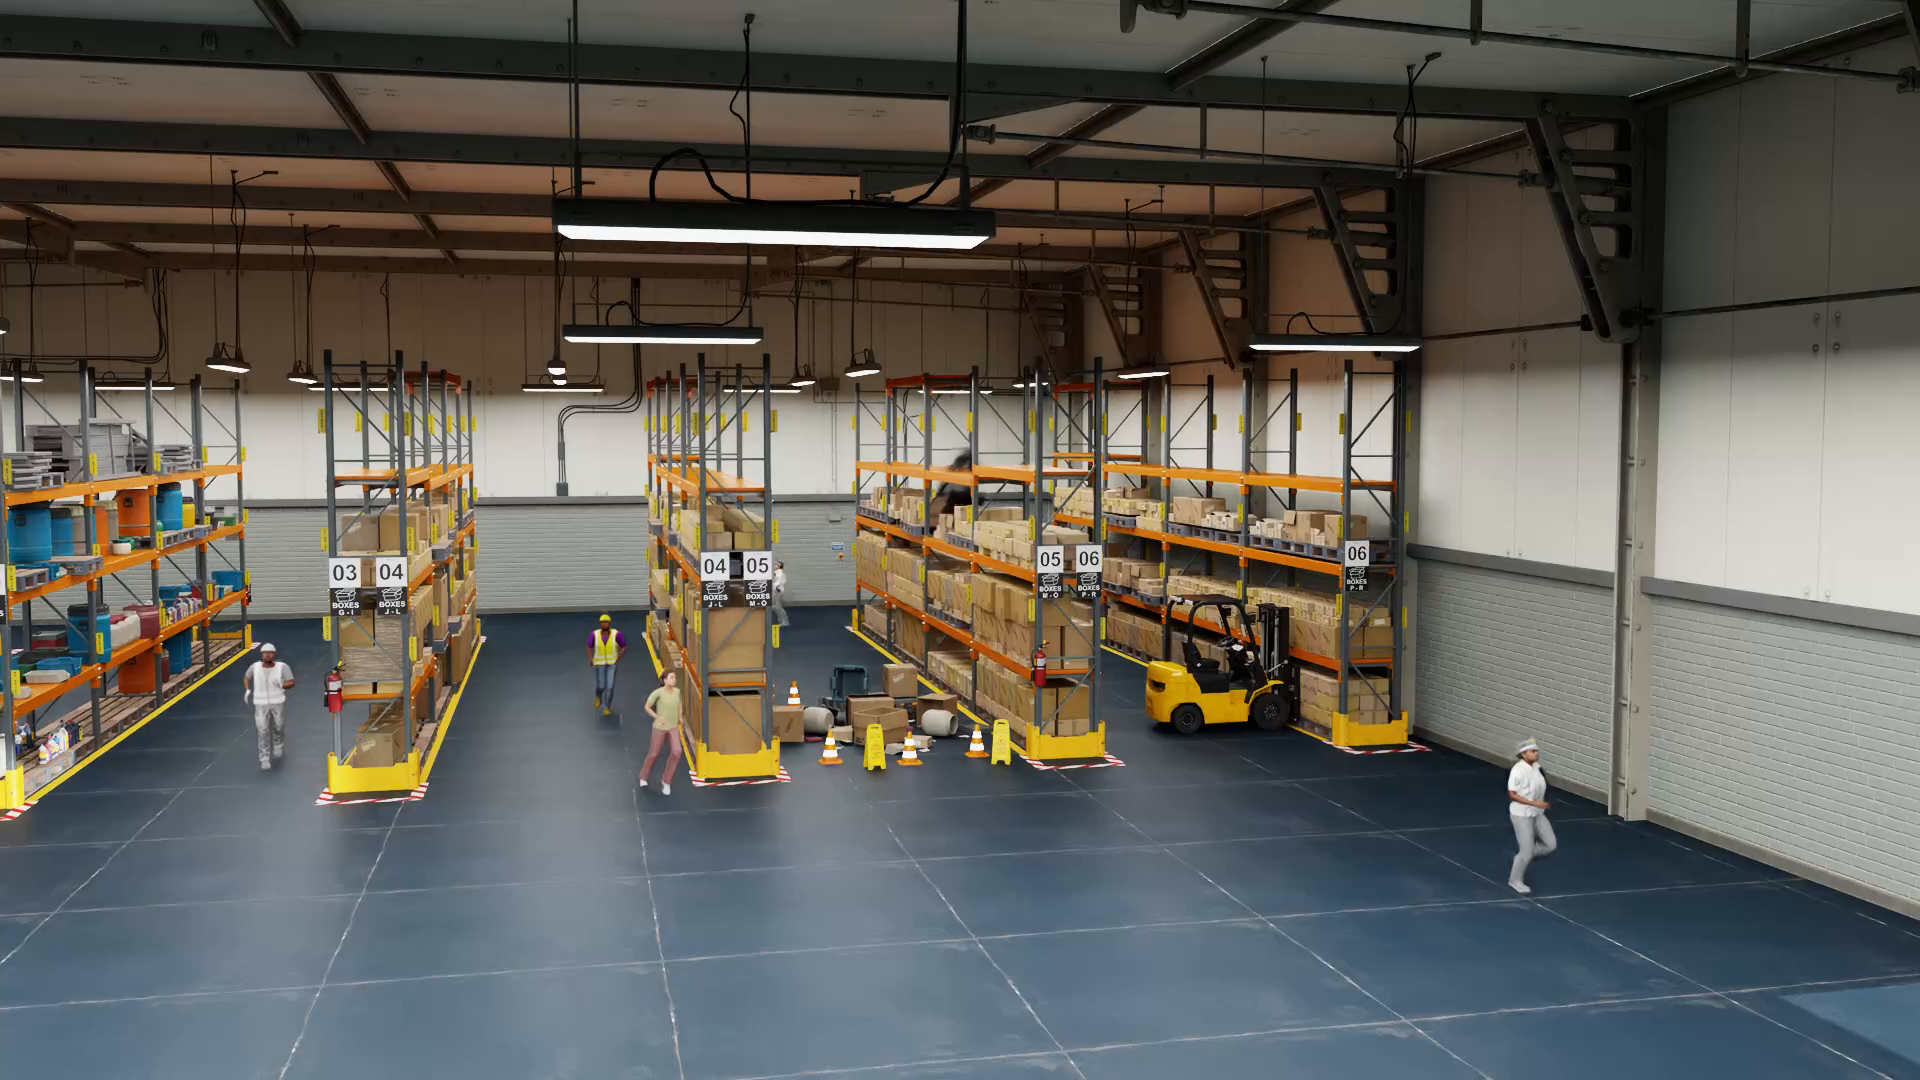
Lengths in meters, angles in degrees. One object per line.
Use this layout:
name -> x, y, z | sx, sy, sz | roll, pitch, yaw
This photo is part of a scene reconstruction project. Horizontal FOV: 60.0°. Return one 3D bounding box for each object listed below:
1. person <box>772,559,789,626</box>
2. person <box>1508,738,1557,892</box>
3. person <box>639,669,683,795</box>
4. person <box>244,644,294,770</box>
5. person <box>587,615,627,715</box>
person -> -4.555, 1.295, 41.182 | 0.594, 1.652, 0.595 | -1, 4, -14
person -> 6.110, 2.934, 17.738 | 0.624, 1.671, 0.528 | -3, 5, -37
person -> -4.028, 2.602, 22.761 | 0.642, 1.682, 0.698 | -3, 5, -35
person -> -10.089, 2.393, 24.301 | 0.687, 1.767, 1.001 | -2, 4, -21
person -> -6.094, 2.146, 28.724 | 0.688, 1.733, 0.622 | -1, 4, -11
